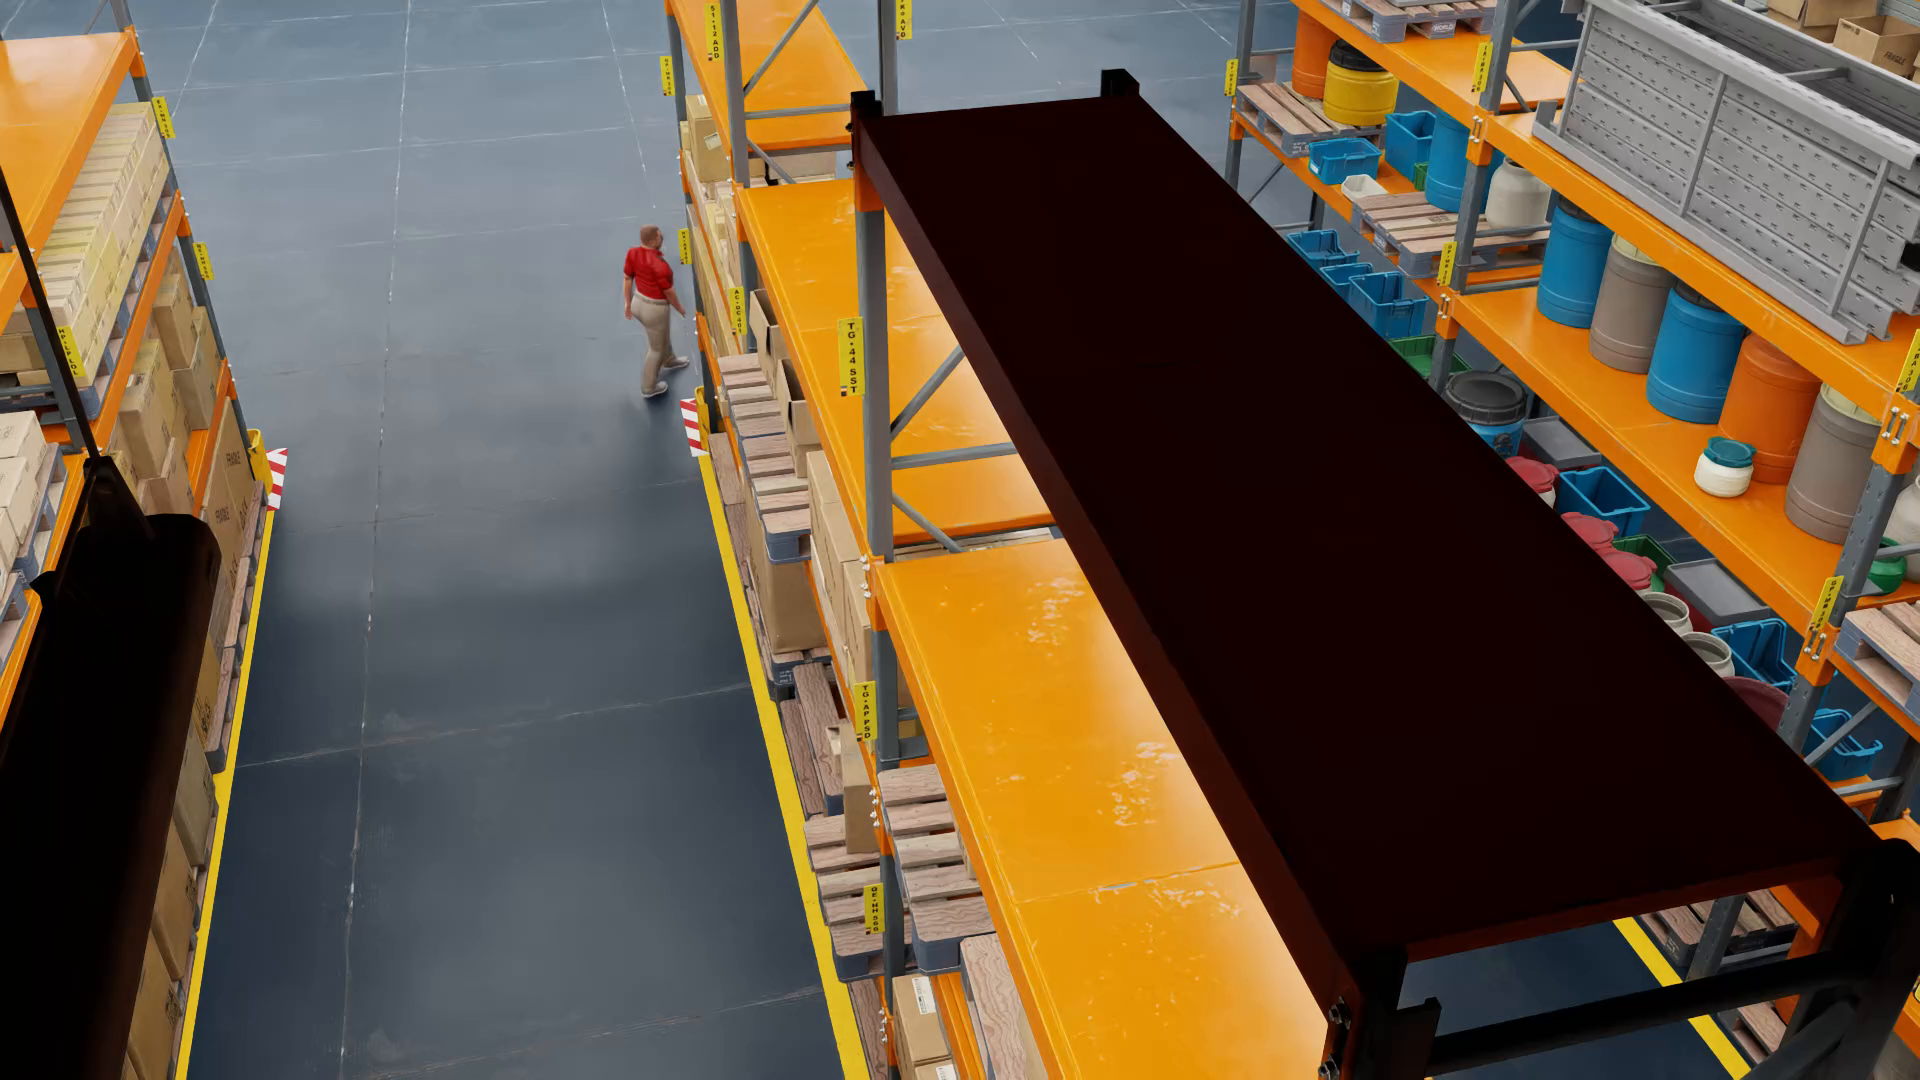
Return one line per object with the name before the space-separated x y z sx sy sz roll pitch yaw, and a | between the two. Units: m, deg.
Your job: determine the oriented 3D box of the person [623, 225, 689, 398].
person | -2.830 -2.234 15.838 0.761 1.715 0.612 -28 43 -35
